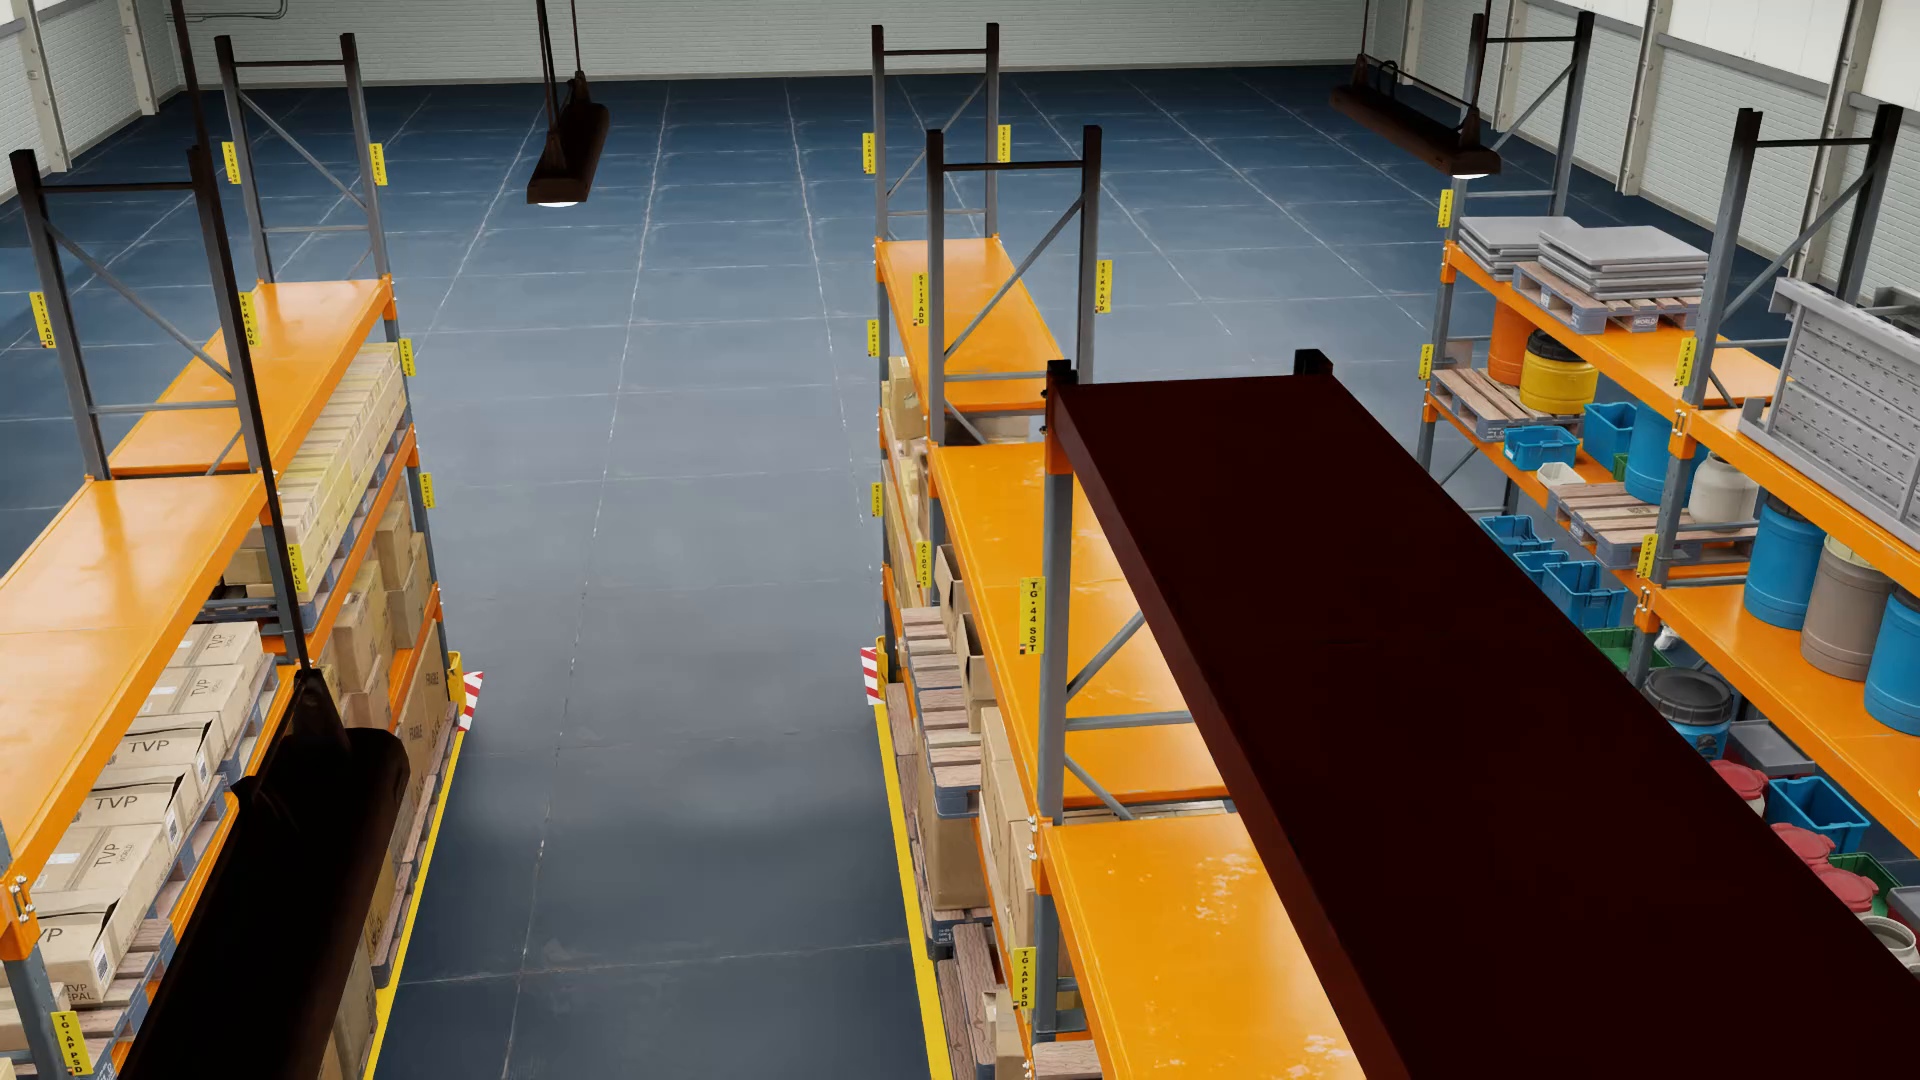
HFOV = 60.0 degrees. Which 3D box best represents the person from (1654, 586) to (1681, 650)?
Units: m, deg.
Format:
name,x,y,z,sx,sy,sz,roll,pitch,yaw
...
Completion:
name,x,y,z,sx,sy,sz,roll,pitch,yaw
person,6.916,0.141,16.183,0.490,1.795,0.724,-2,26,-5
